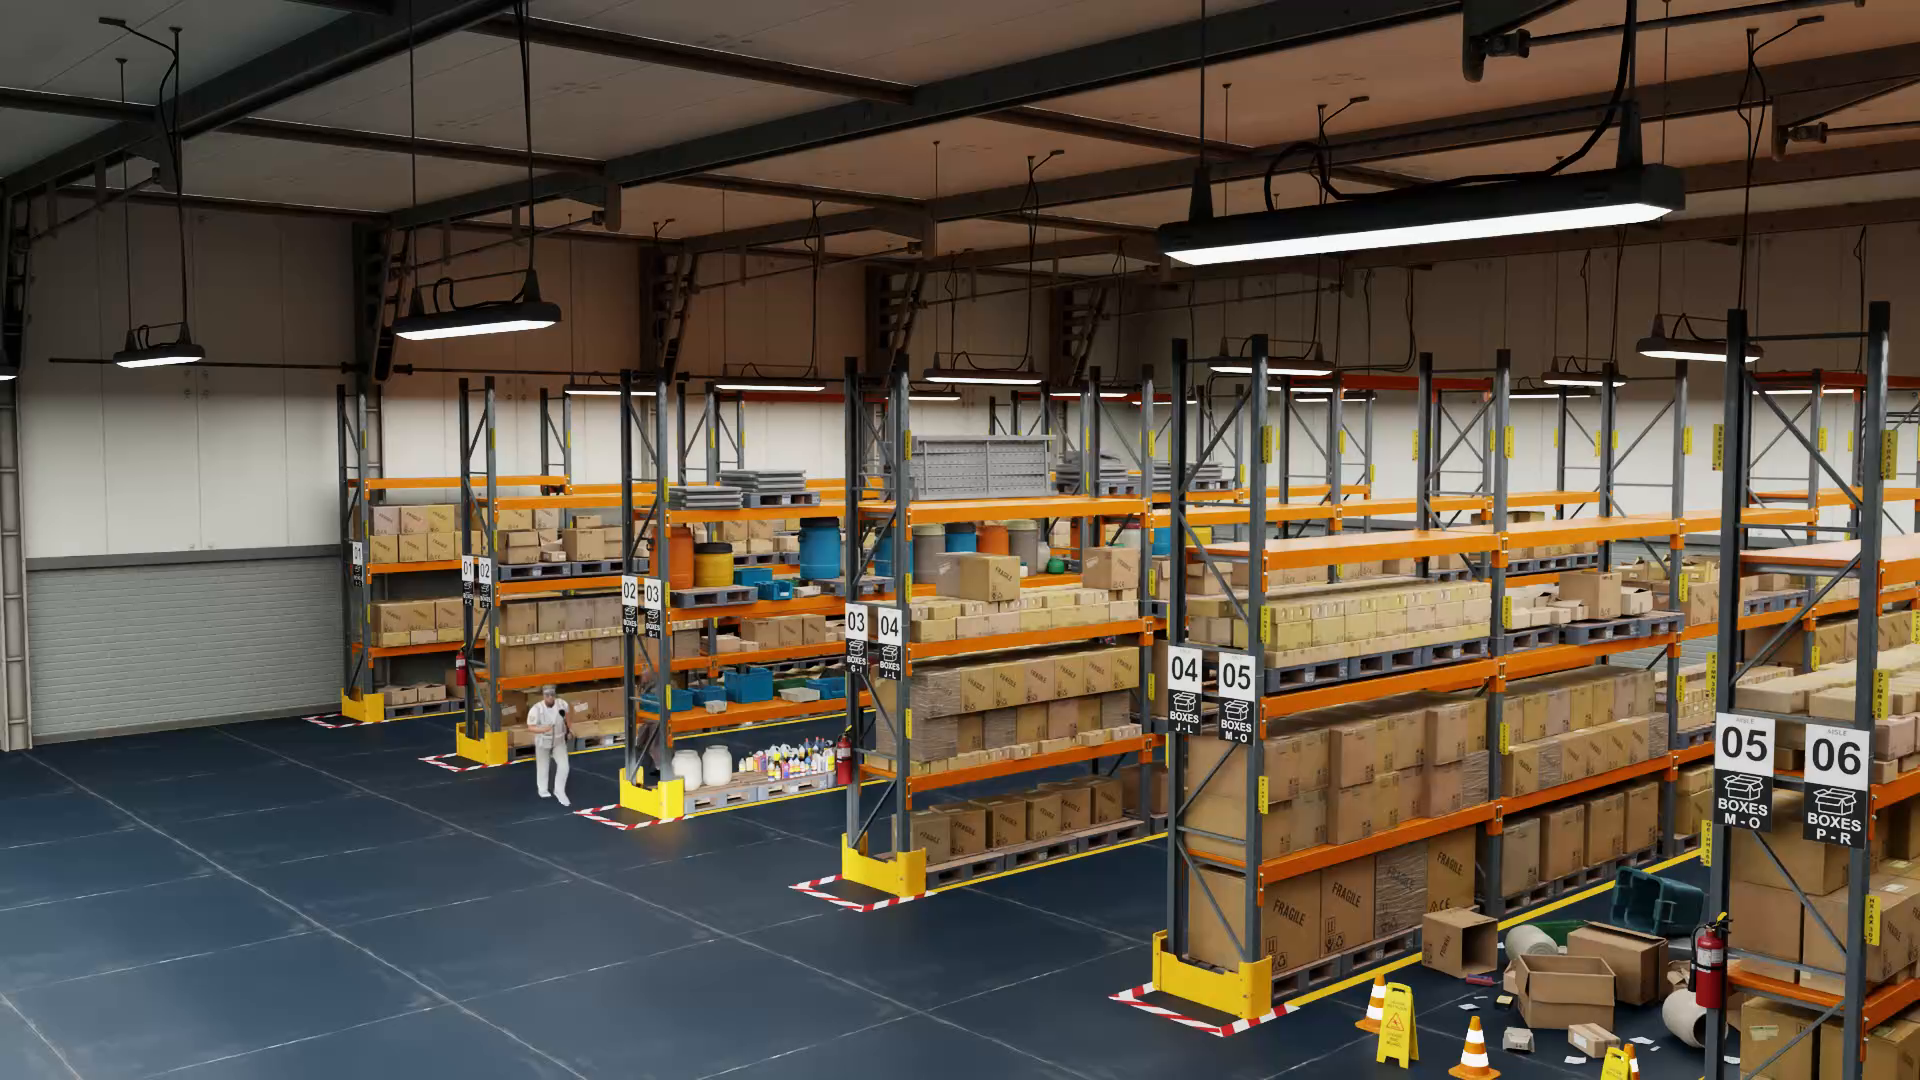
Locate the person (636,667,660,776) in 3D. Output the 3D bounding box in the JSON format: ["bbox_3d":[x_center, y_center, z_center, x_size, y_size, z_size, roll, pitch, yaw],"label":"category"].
[{"bbox_3d":[-4.593,2.700,24.702,0.781,1.658,0.678,-4,5,-44],"label":"person"}]

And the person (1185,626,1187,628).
[{"bbox_3d":[4.274,2.002,31.770,0.660,1.725,0.828,1,4,12],"label":"person"}]

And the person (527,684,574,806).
[{"bbox_3d":[-5.656,2.785,23.000,0.669,1.663,0.975,-2,4,-22],"label":"person"}]
